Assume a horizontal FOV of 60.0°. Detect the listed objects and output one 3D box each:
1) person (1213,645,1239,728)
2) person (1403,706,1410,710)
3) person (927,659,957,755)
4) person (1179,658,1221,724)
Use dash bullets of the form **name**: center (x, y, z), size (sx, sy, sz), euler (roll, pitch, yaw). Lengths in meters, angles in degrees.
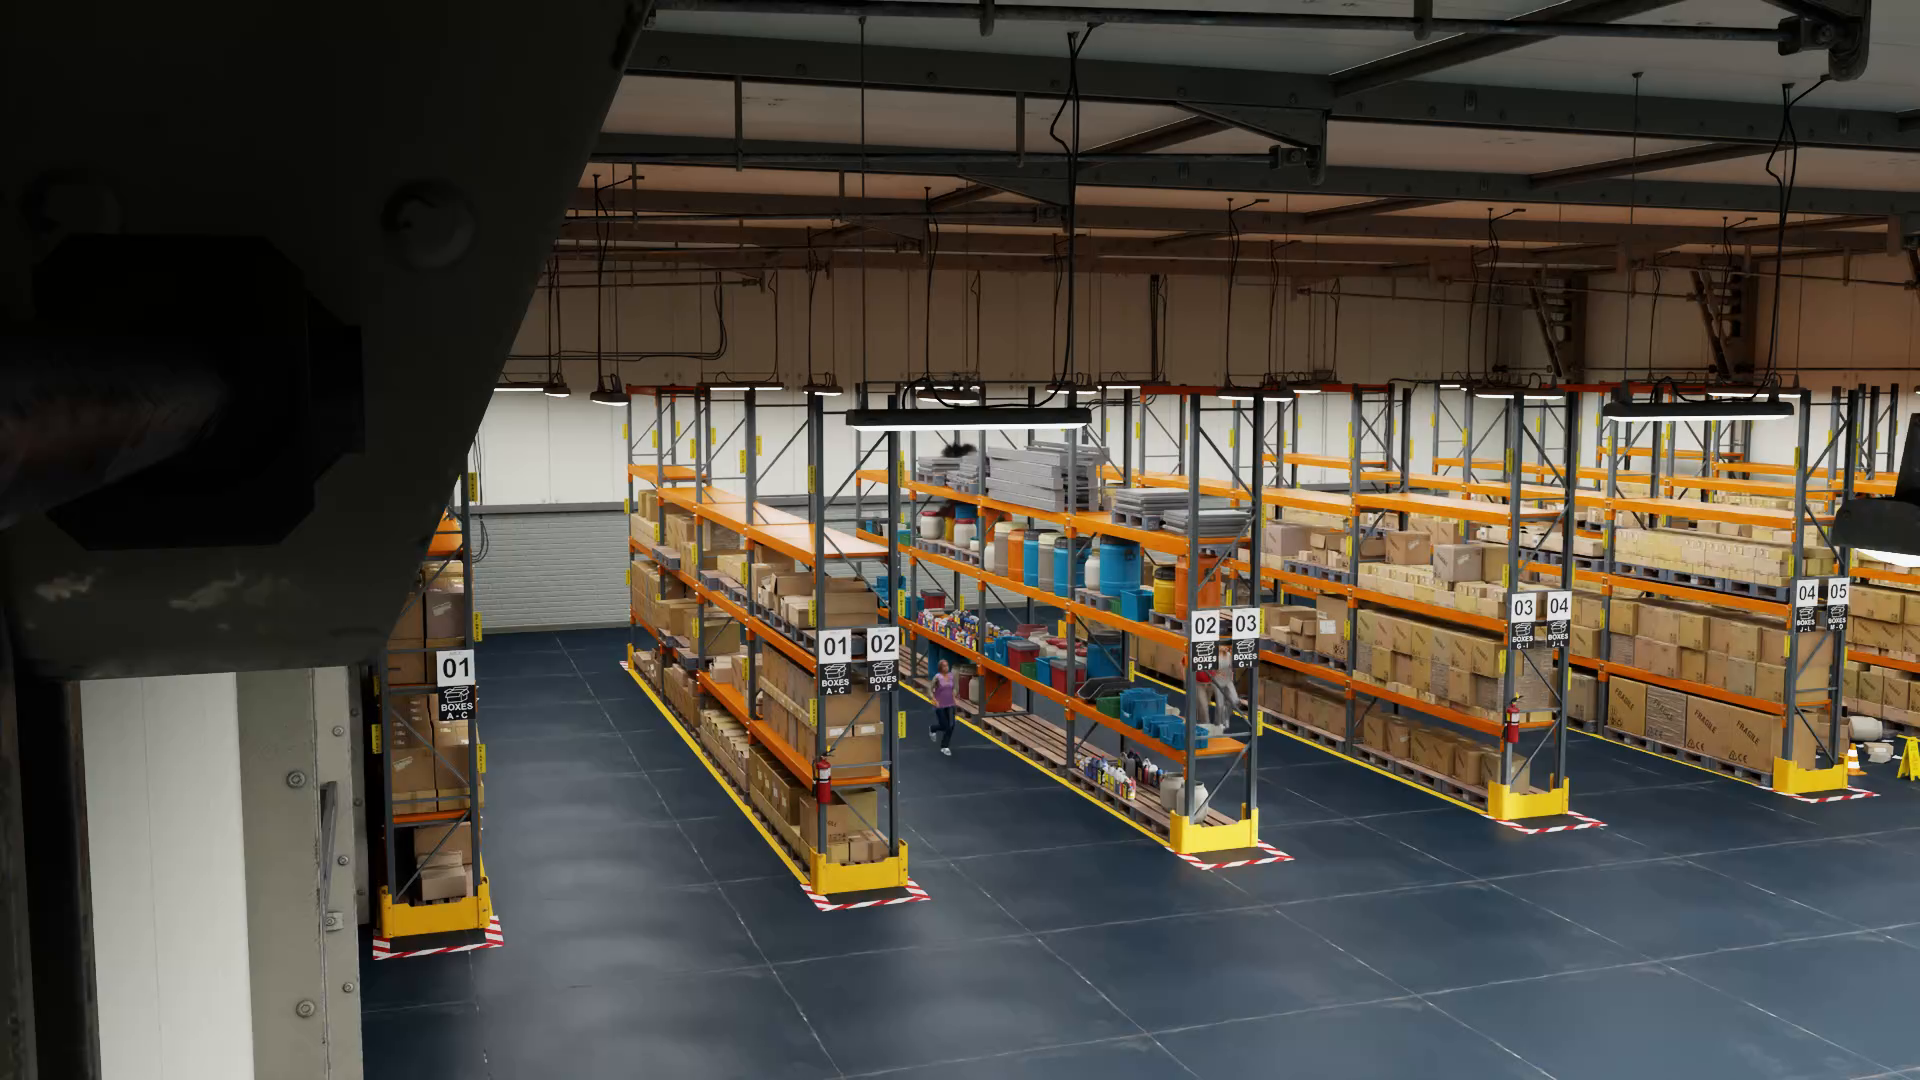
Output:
- **person**: center (4.588, 2.515, 29.014), size (0.561, 1.622, 0.649), euler (-2, 6, -16)
- **person**: center (8.394, 2.336, 31.039), size (0.546, 1.693, 0.710), euler (-3, 7, -26)
- **person**: center (-0.286, 2.737, 27.451), size (0.536, 1.563, 0.576), euler (-3, 7, -29)
- **person**: center (4.126, 2.521, 28.346), size (0.660, 1.722, 0.983), euler (-3, 7, -29)
